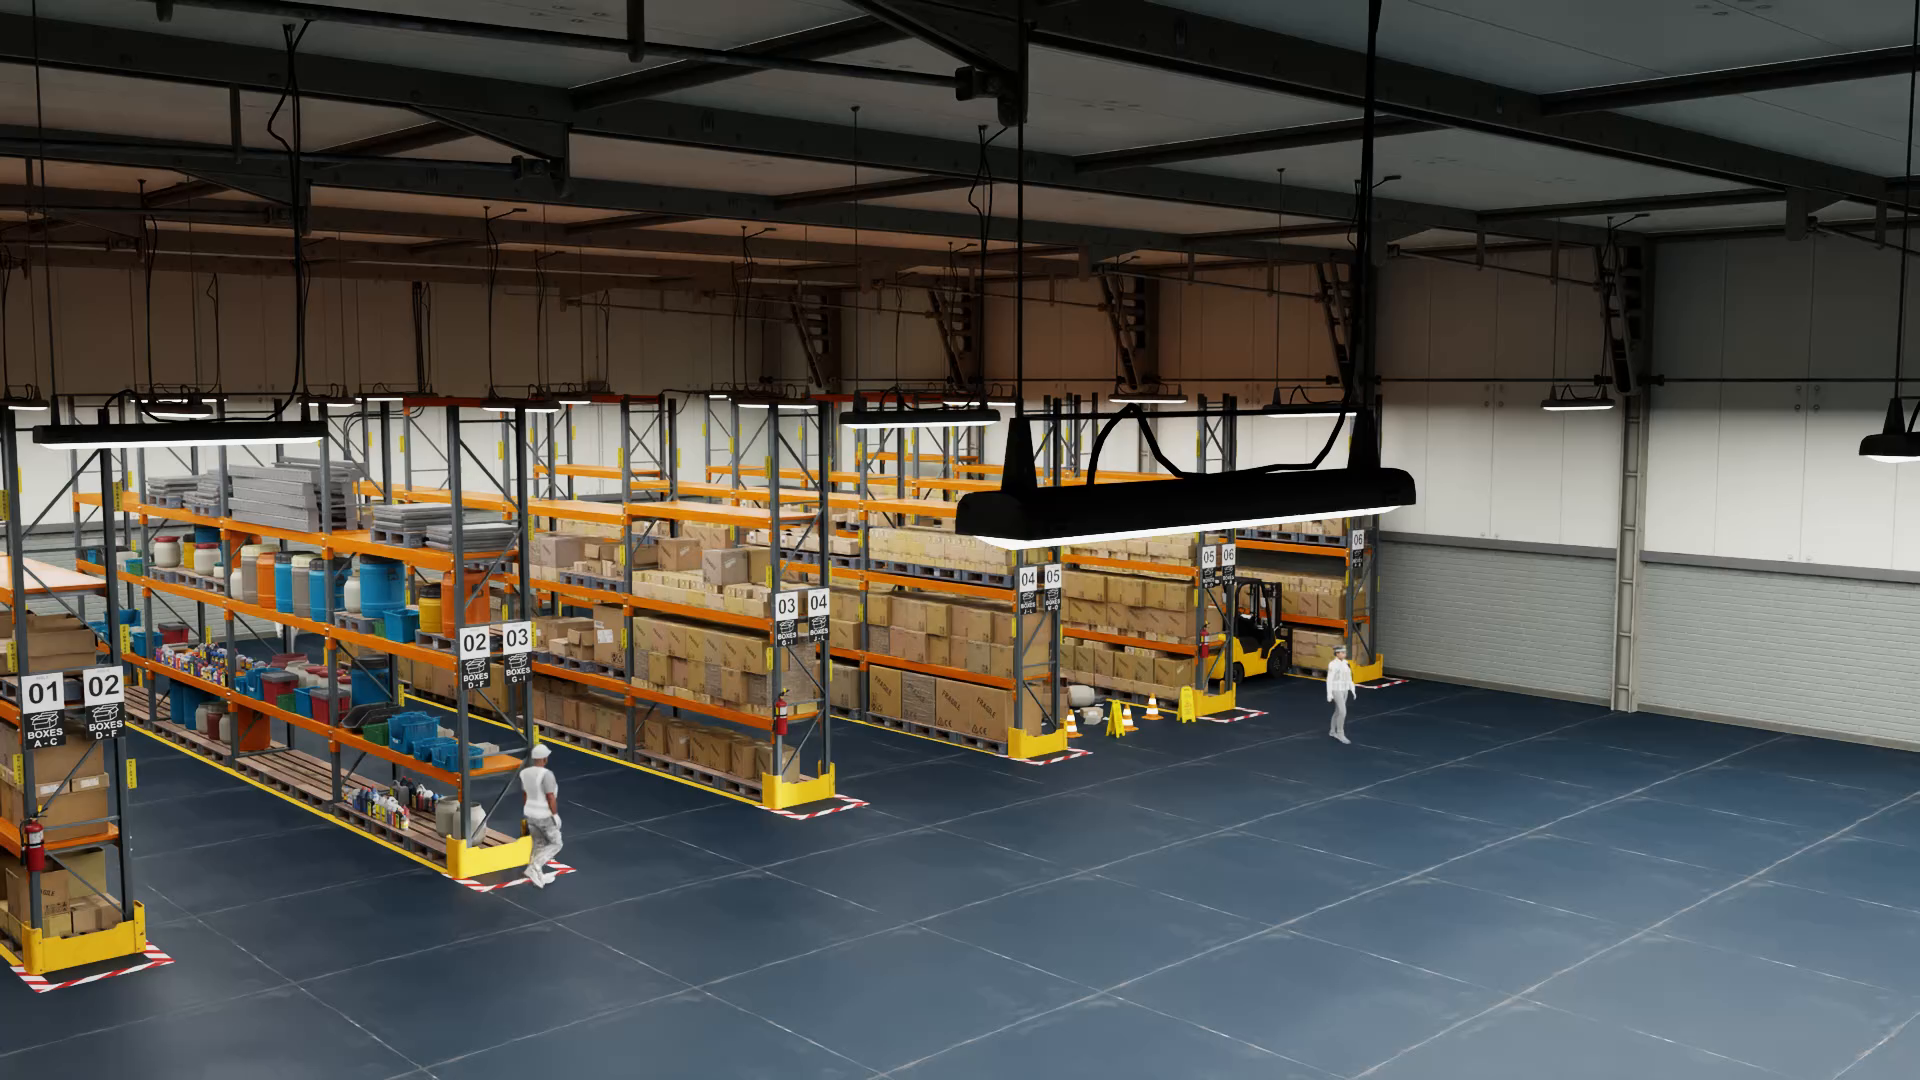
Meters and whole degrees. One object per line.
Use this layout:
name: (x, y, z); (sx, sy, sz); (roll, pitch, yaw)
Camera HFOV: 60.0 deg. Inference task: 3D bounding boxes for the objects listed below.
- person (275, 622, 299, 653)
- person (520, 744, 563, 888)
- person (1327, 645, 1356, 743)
person: (-14.817, 1.964, 36.614); (0.442, 1.615, 1.075); (-1, 6, -11)
person: (-5.248, 3.432, 20.636); (0.585, 1.784, 0.544); (5, 7, 40)
person: (6.701, 2.674, 29.186); (0.514, 1.696, 0.523); (-5, 7, -40)
